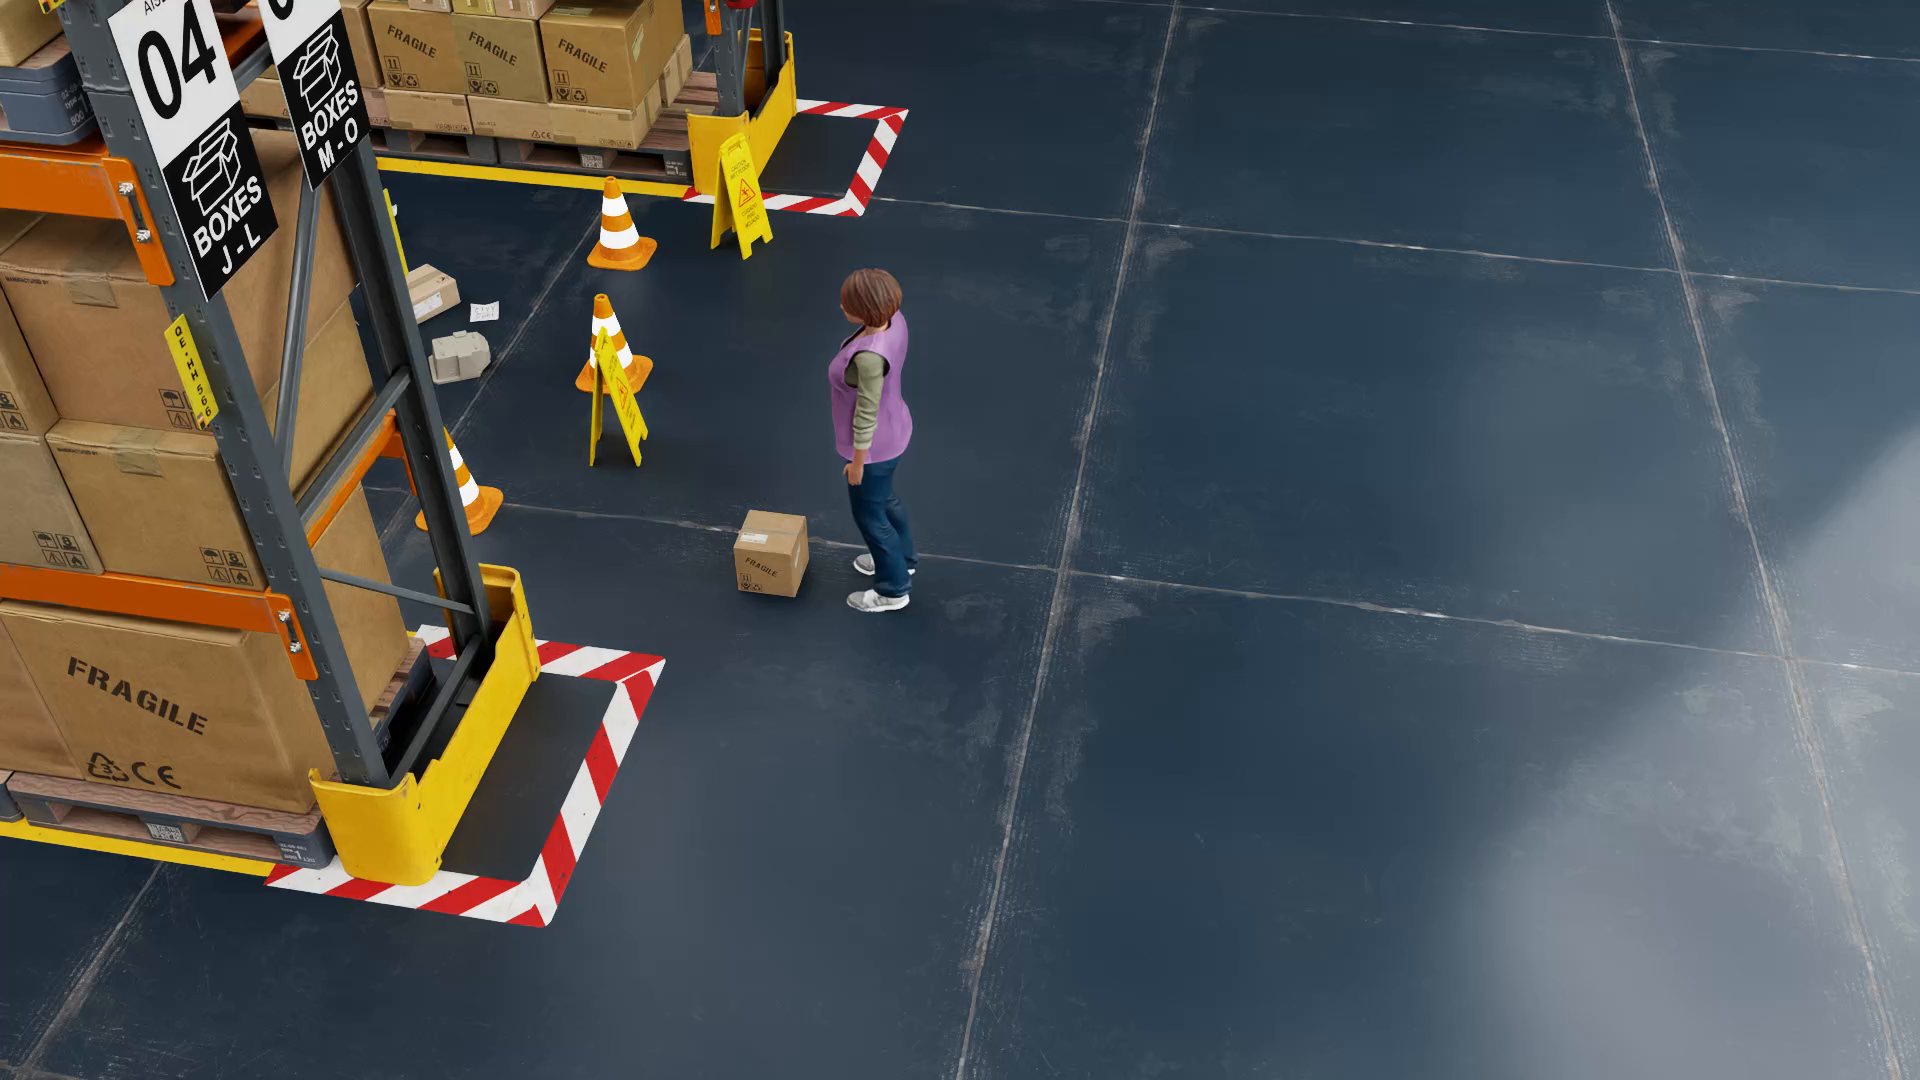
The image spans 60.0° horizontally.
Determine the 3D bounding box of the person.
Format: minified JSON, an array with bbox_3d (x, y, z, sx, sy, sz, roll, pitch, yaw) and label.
[{"bbox_3d":[-0.346,-0.374,6.619,0.300,1.598,0.406,8,42,9],"label":"person"}]
